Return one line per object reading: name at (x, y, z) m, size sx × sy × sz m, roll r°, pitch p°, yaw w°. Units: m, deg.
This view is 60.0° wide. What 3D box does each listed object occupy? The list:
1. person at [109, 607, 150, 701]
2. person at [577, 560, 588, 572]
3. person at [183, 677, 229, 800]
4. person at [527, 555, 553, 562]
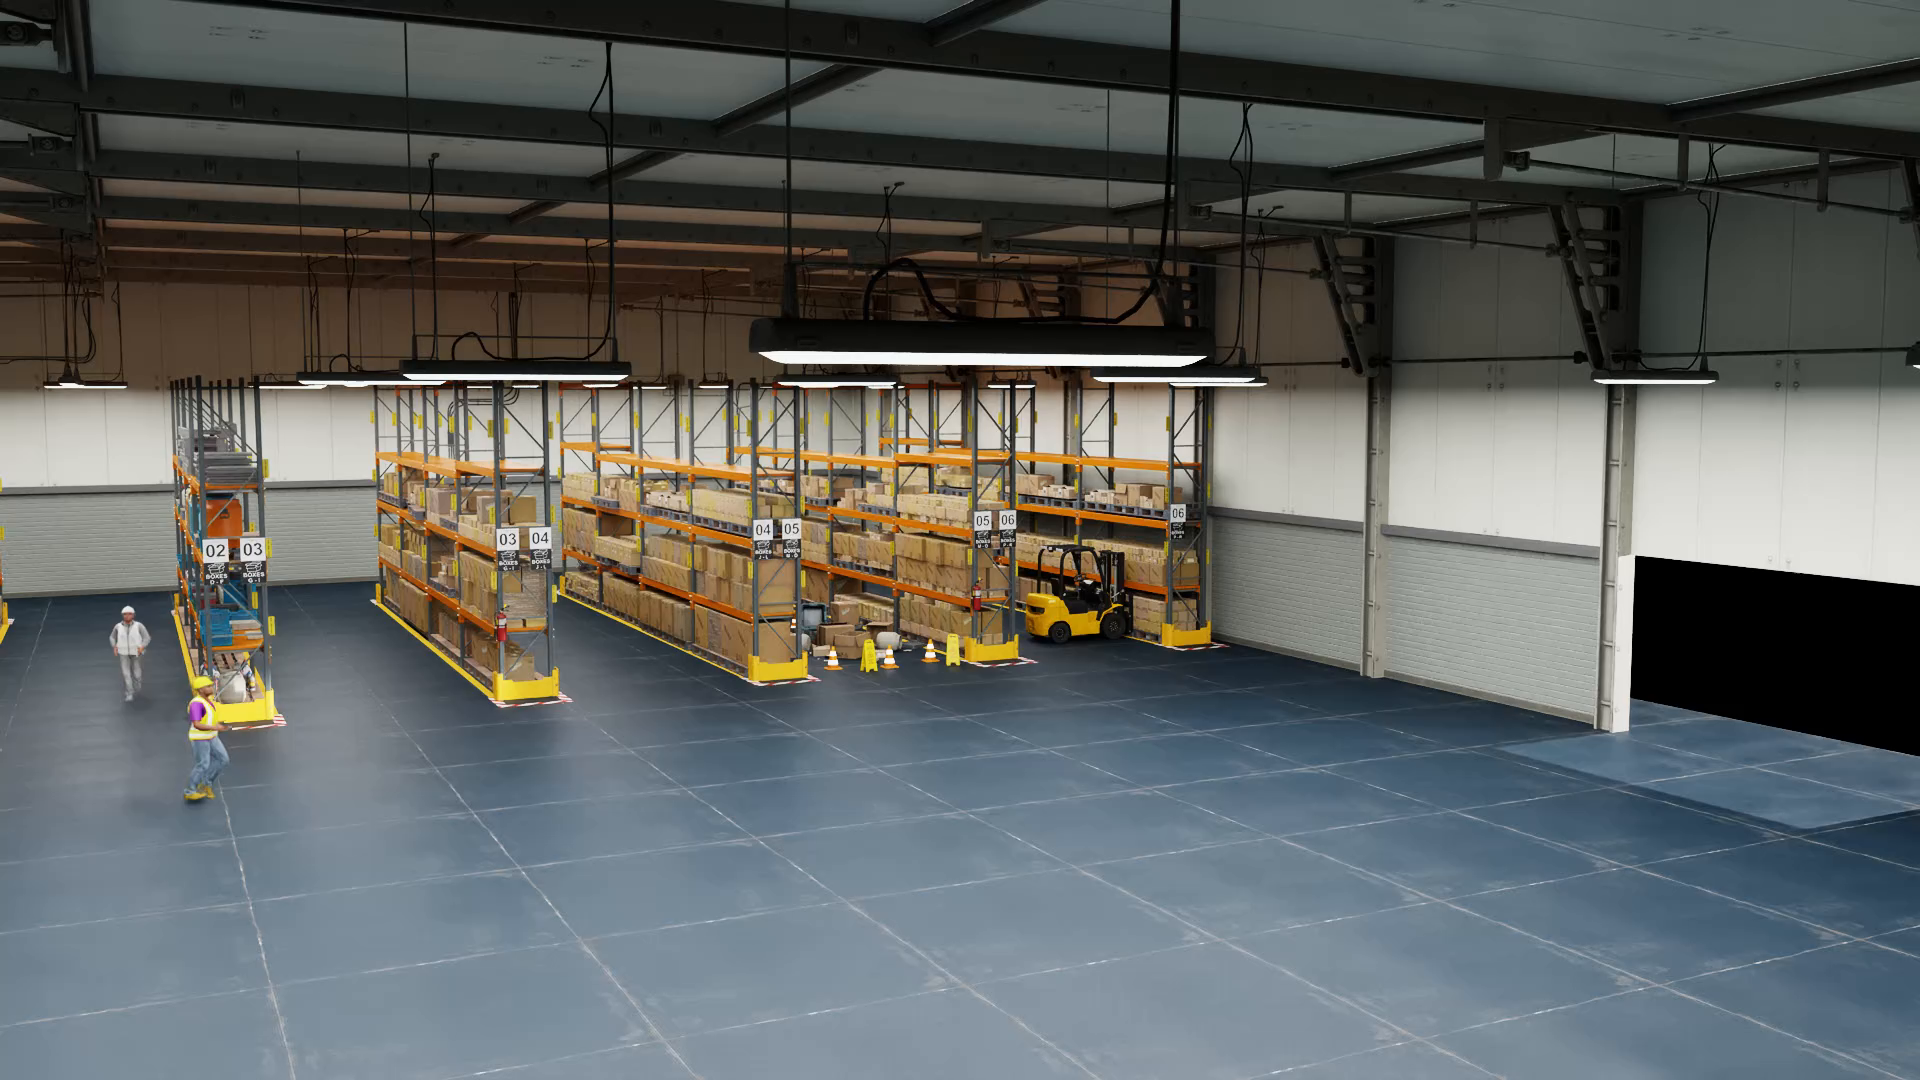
person at (-15.478, 2.098, 31.005) m, size 0.695 × 1.737 × 0.771 m, roll -2°, pitch 5°, yaw -22°
person at (-10.957, 0.559, 48.722) m, size 0.758 × 1.716 × 0.668 m, roll -3°, pitch 6°, yaw -28°
person at (-10.533, 2.789, 23.282) m, size 0.684 × 1.781 × 0.734 m, roll 0°, pitch 5°, yaw -3°
person at (-11.227, 0.898, 44.488) m, size 0.646 × 1.769 × 0.892 m, roll -3°, pitch 6°, yaw -31°
